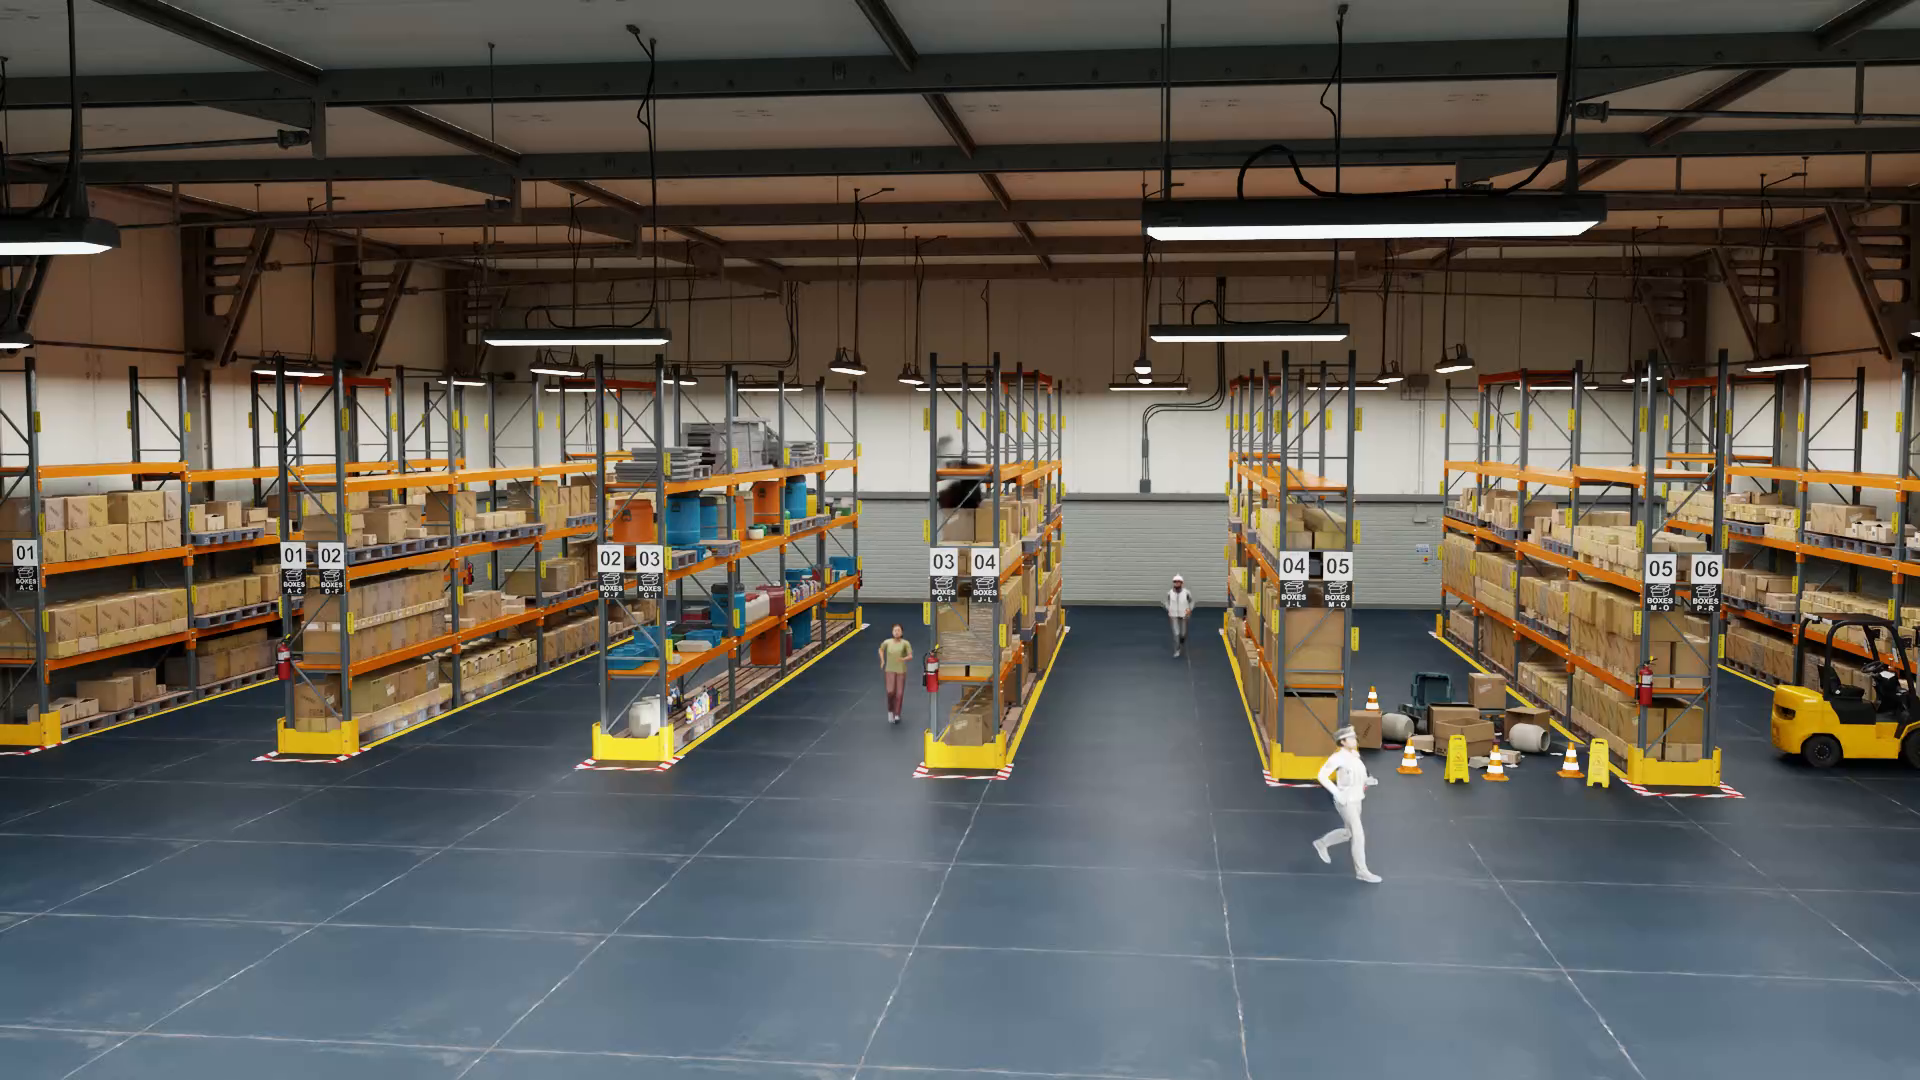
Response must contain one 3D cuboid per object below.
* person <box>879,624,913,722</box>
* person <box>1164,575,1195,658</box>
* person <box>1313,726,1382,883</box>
[{"bbox_3d":[-1.063,2.208,27.629,0.565,1.639,0.599,0,4,-2],"label":"person"},{"bbox_3d":[4.692,1.627,35.600,0.660,1.745,0.578,1,4,12],"label":"person"},{"bbox_3d":[4.252,2.863,18.265,0.877,1.665,0.622,4,6,43],"label":"person"}]
